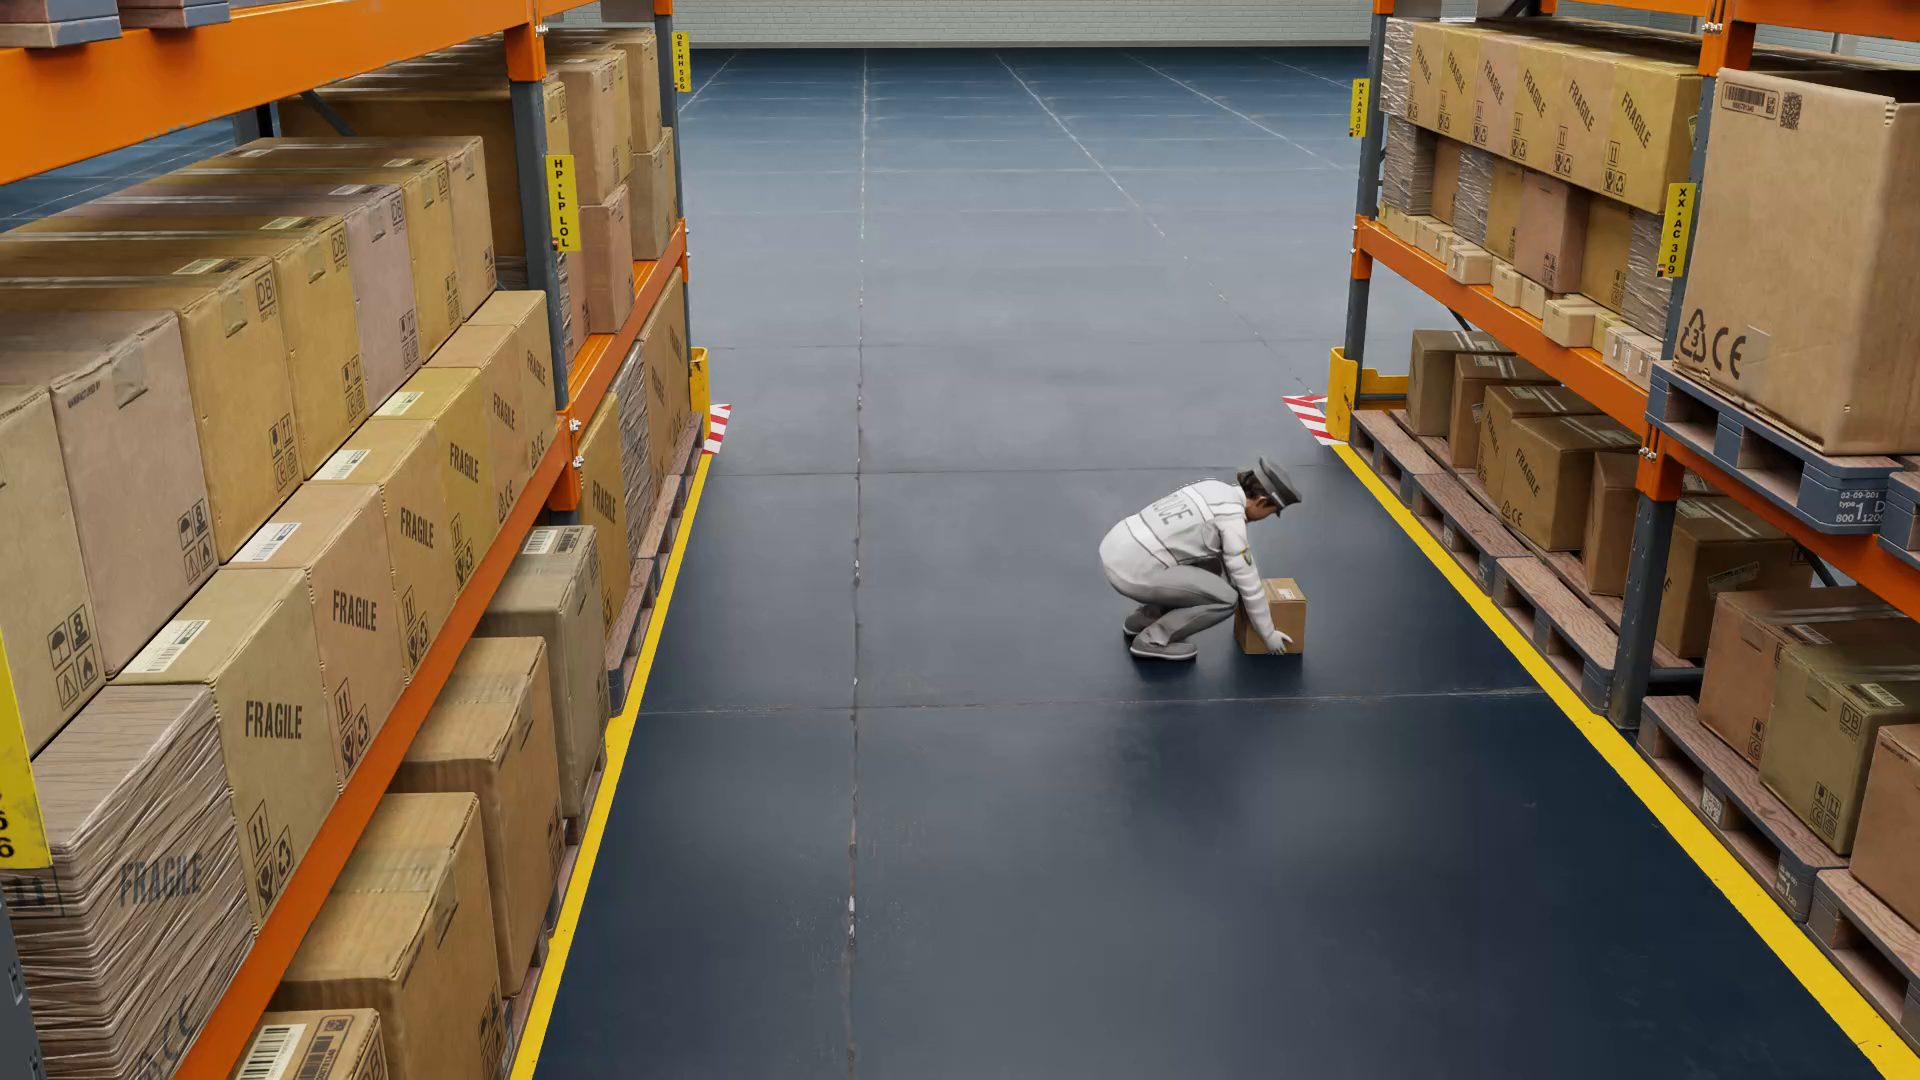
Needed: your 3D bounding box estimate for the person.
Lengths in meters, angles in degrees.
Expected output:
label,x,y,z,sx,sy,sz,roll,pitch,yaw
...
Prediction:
label,x,y,z,sx,sy,sz,roll,pitch,yaw
person,1.027,0.074,7.101,0.863,0.850,0.477,-1,21,-3
